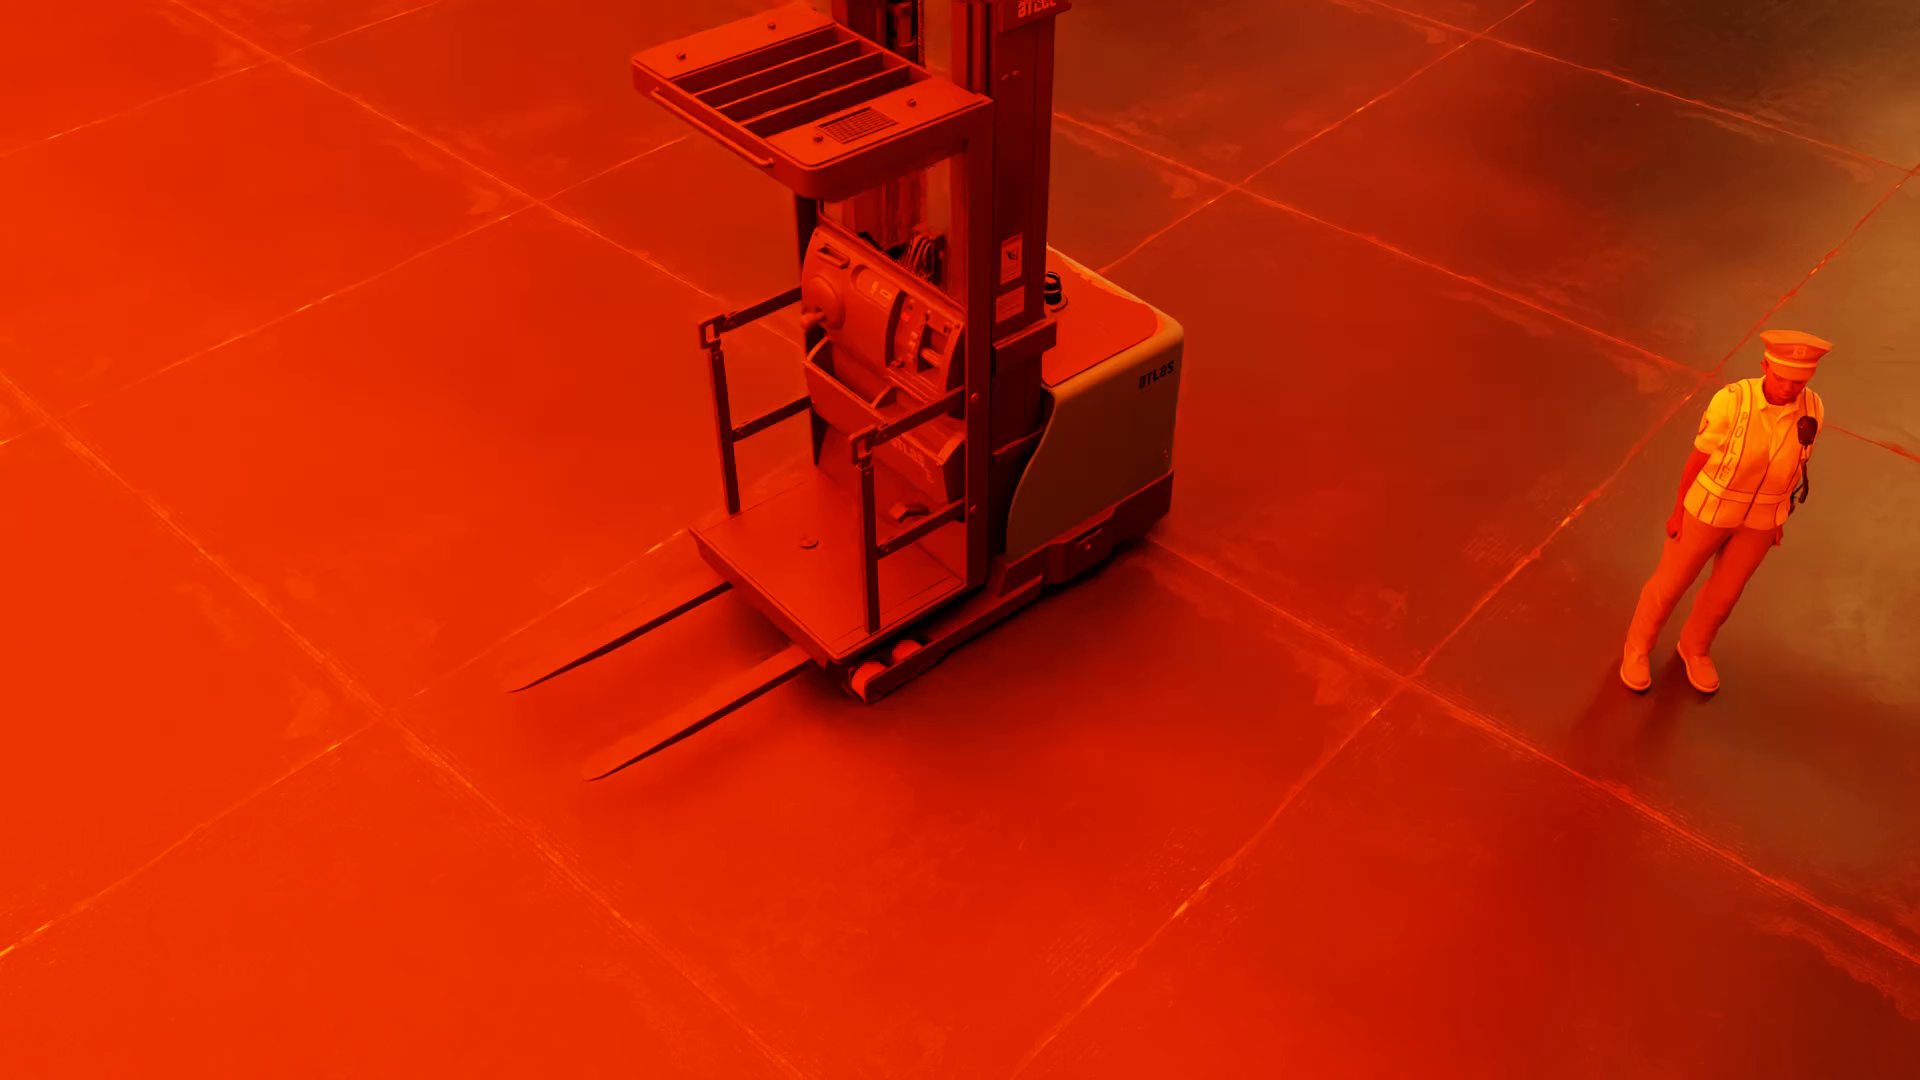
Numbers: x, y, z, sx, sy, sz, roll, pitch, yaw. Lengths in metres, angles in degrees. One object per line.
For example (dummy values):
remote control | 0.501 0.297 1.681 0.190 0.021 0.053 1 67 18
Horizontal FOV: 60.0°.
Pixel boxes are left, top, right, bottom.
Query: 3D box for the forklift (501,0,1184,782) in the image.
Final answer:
forklift | -0.472 -0.835 6.402 3.031 2.935 1.130 -29 48 -29

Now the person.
person | 3.012 -0.100 6.502 0.447 1.691 0.336 4 41 4
